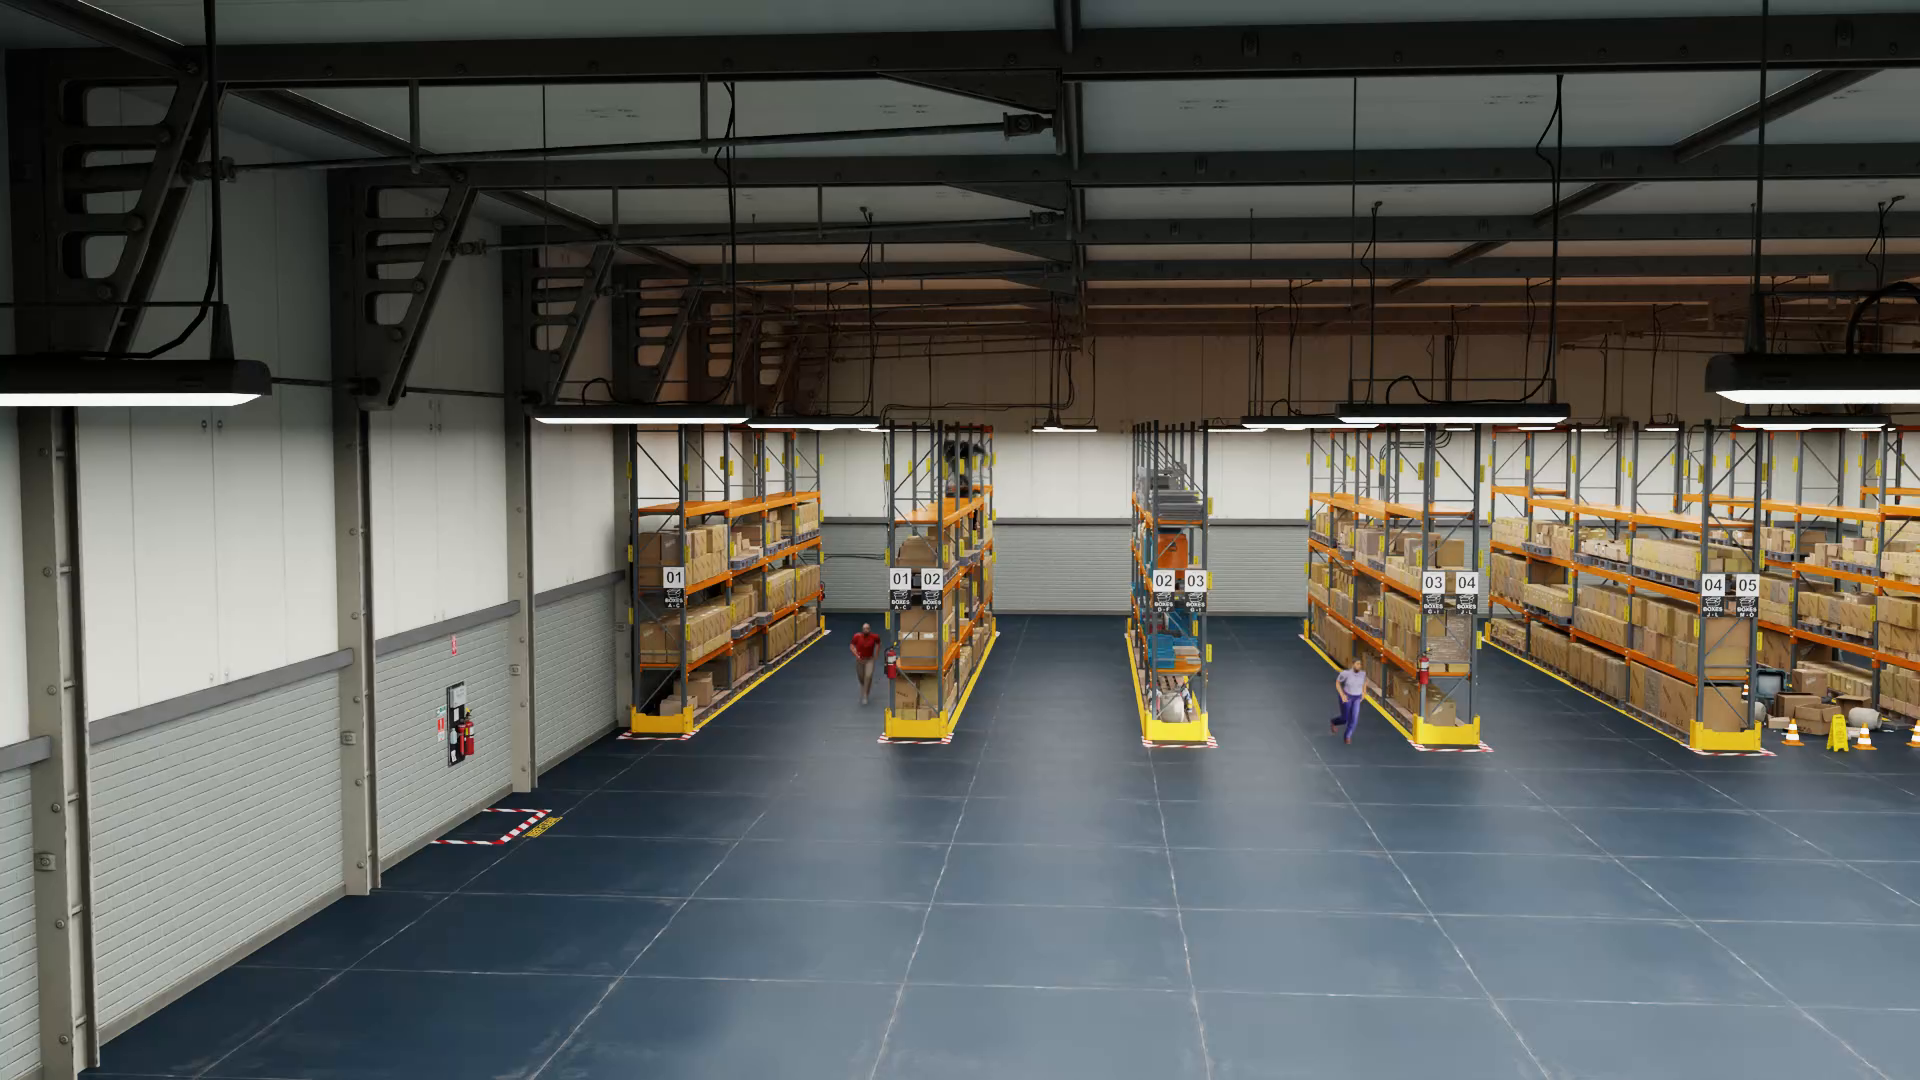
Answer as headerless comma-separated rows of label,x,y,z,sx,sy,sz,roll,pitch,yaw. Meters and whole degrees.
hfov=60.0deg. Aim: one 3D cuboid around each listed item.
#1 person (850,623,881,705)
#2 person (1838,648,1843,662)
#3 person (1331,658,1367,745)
person,-2.027,2.629,35.775,0.662,1.732,1.077,0,4,1
person,21.204,2.248,40.516,0.688,1.780,0.950,0,4,0
person,7.292,2.983,31.090,0.618,1.606,0.729,-1,4,-16
